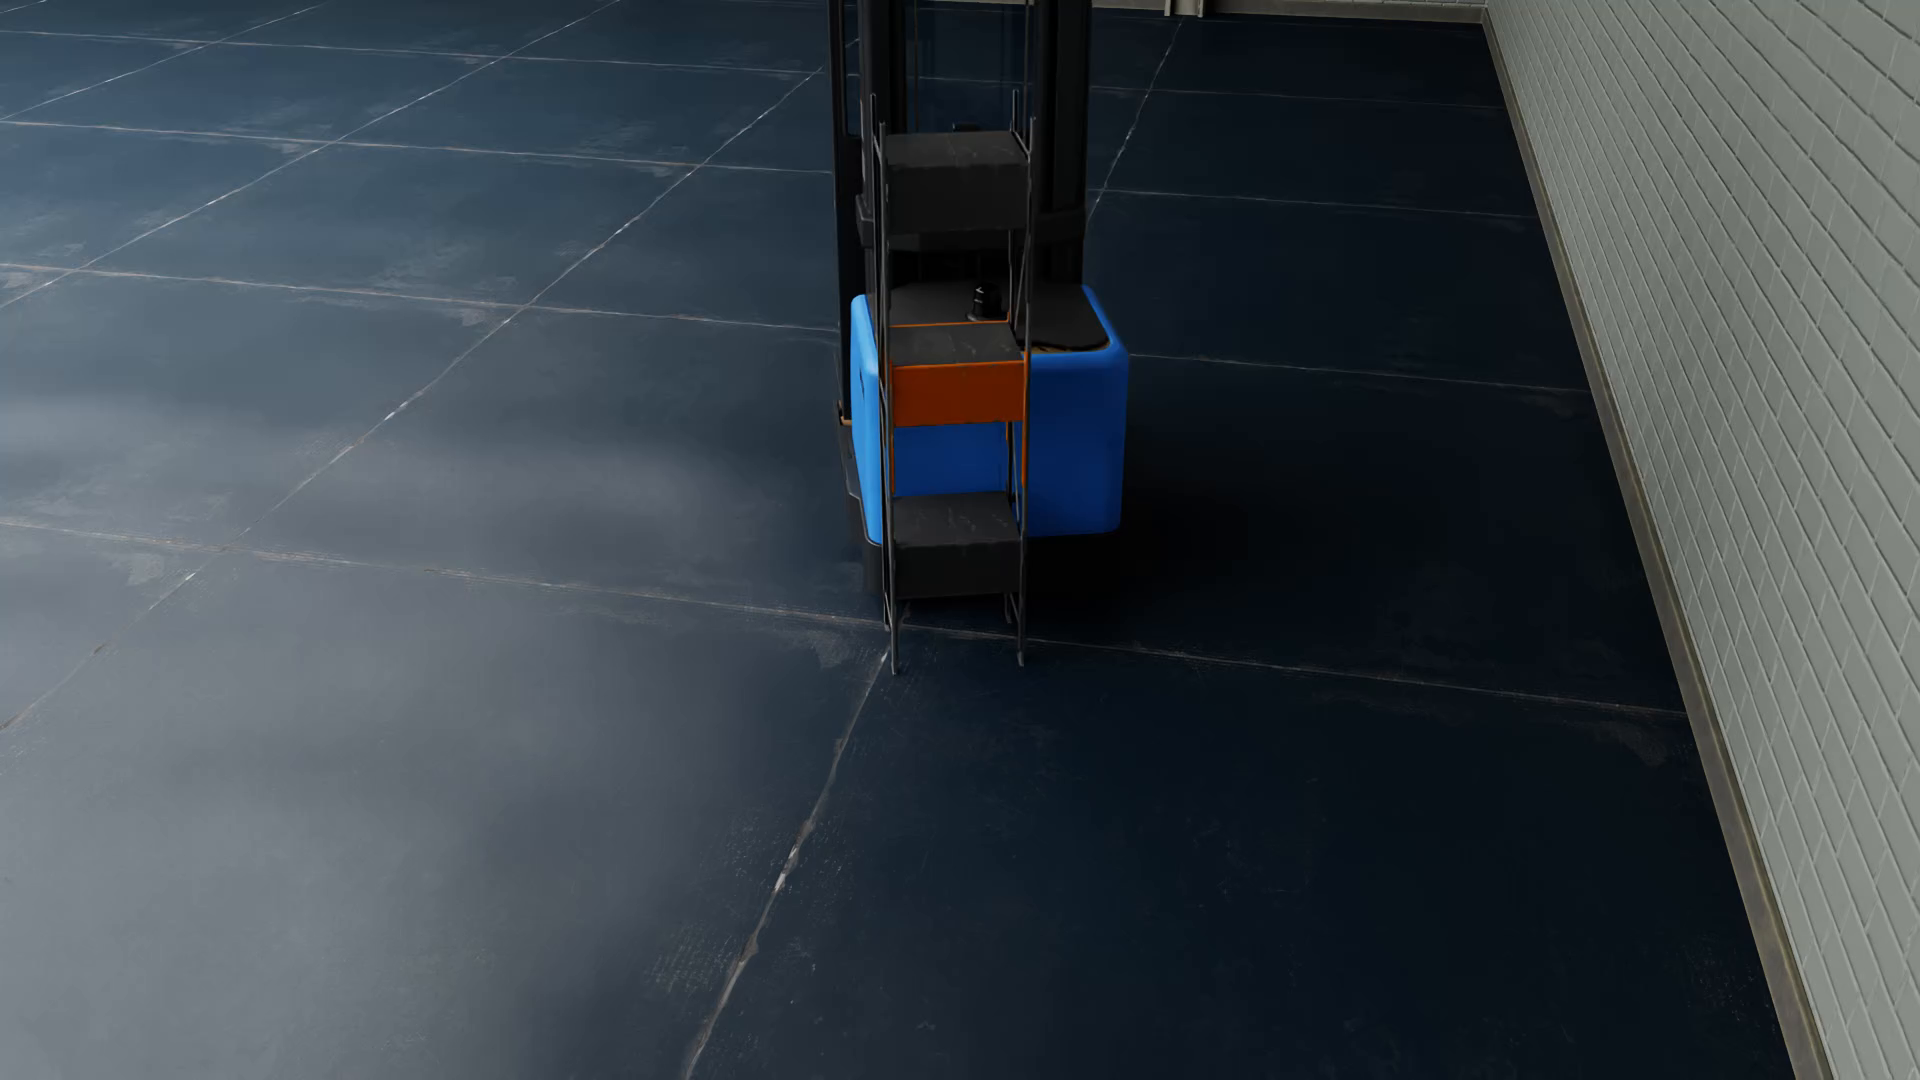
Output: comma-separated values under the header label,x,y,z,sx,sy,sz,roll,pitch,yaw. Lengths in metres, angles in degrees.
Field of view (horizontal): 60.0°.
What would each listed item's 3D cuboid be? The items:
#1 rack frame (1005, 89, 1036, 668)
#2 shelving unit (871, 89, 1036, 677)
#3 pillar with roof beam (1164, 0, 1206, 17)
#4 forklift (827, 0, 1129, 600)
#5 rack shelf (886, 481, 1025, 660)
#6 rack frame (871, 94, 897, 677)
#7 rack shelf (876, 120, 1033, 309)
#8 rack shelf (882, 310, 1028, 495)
label,x,y,z,sx,sy,sz,roll,pitch,yaw
rack frame,0.214,-0.527,6.027,0.015,2.100,0.400,-3,29,-6
shelving unit,-0.028,-0.513,6.000,0.503,2.100,0.431,-3,29,-6
pillar with roof beam,1.430,-7.372,11.346,0.400,9.000,9.100,6,29,11
forklift,-0.032,-1.729,7.357,1.130,2.935,3.031,-3,29,-6
rack shelf,-0.028,0.113,6.343,0.480,0.518,0.431,-3,29,-6
rack frame,-0.270,-0.498,5.973,0.015,2.100,0.400,-3,29,-6
rack shelf,-0.028,-1.115,5.671,0.480,0.518,0.431,-3,29,-6
rack shelf,-0.028,-0.501,6.007,0.480,0.518,0.431,-3,29,-6
